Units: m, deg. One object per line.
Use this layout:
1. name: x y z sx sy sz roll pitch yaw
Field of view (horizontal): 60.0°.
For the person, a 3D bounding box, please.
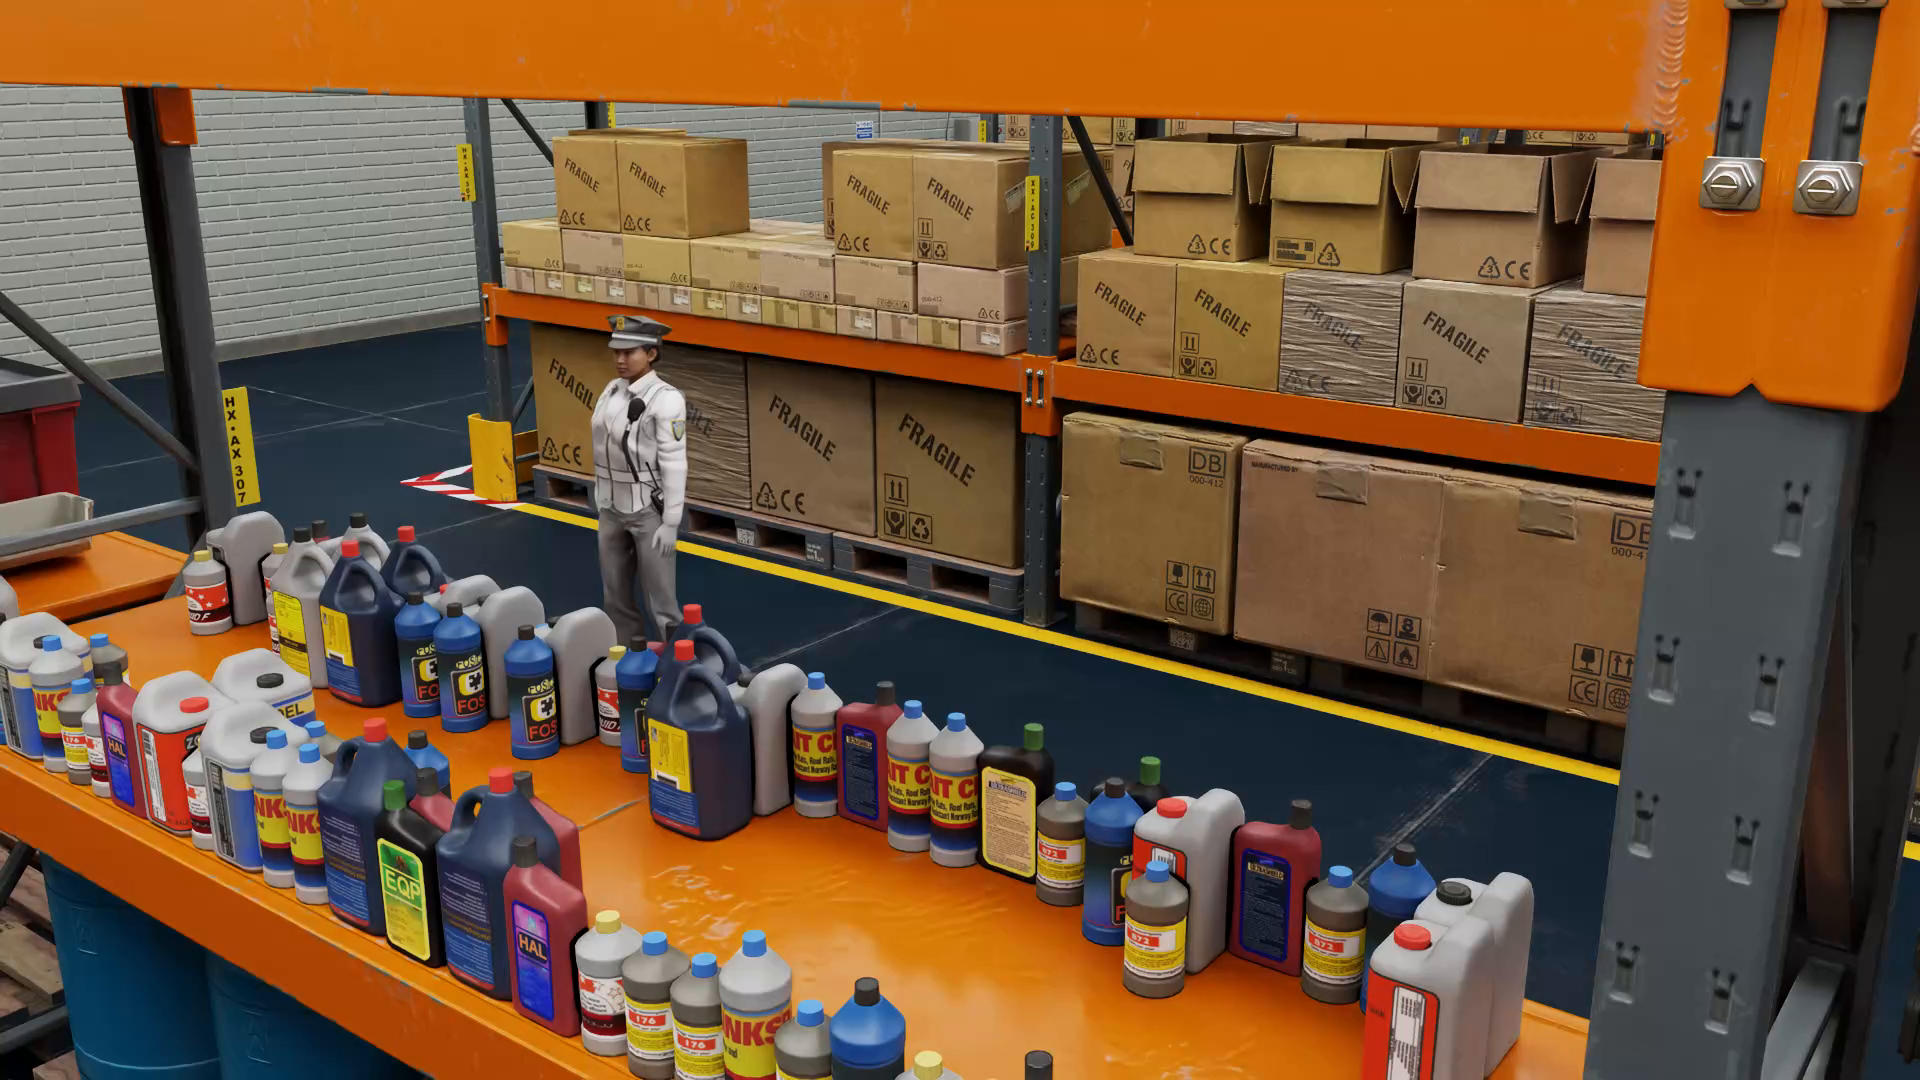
1. person: -1.317 -0.077 6.861 0.470 1.728 0.361 13 21 36
